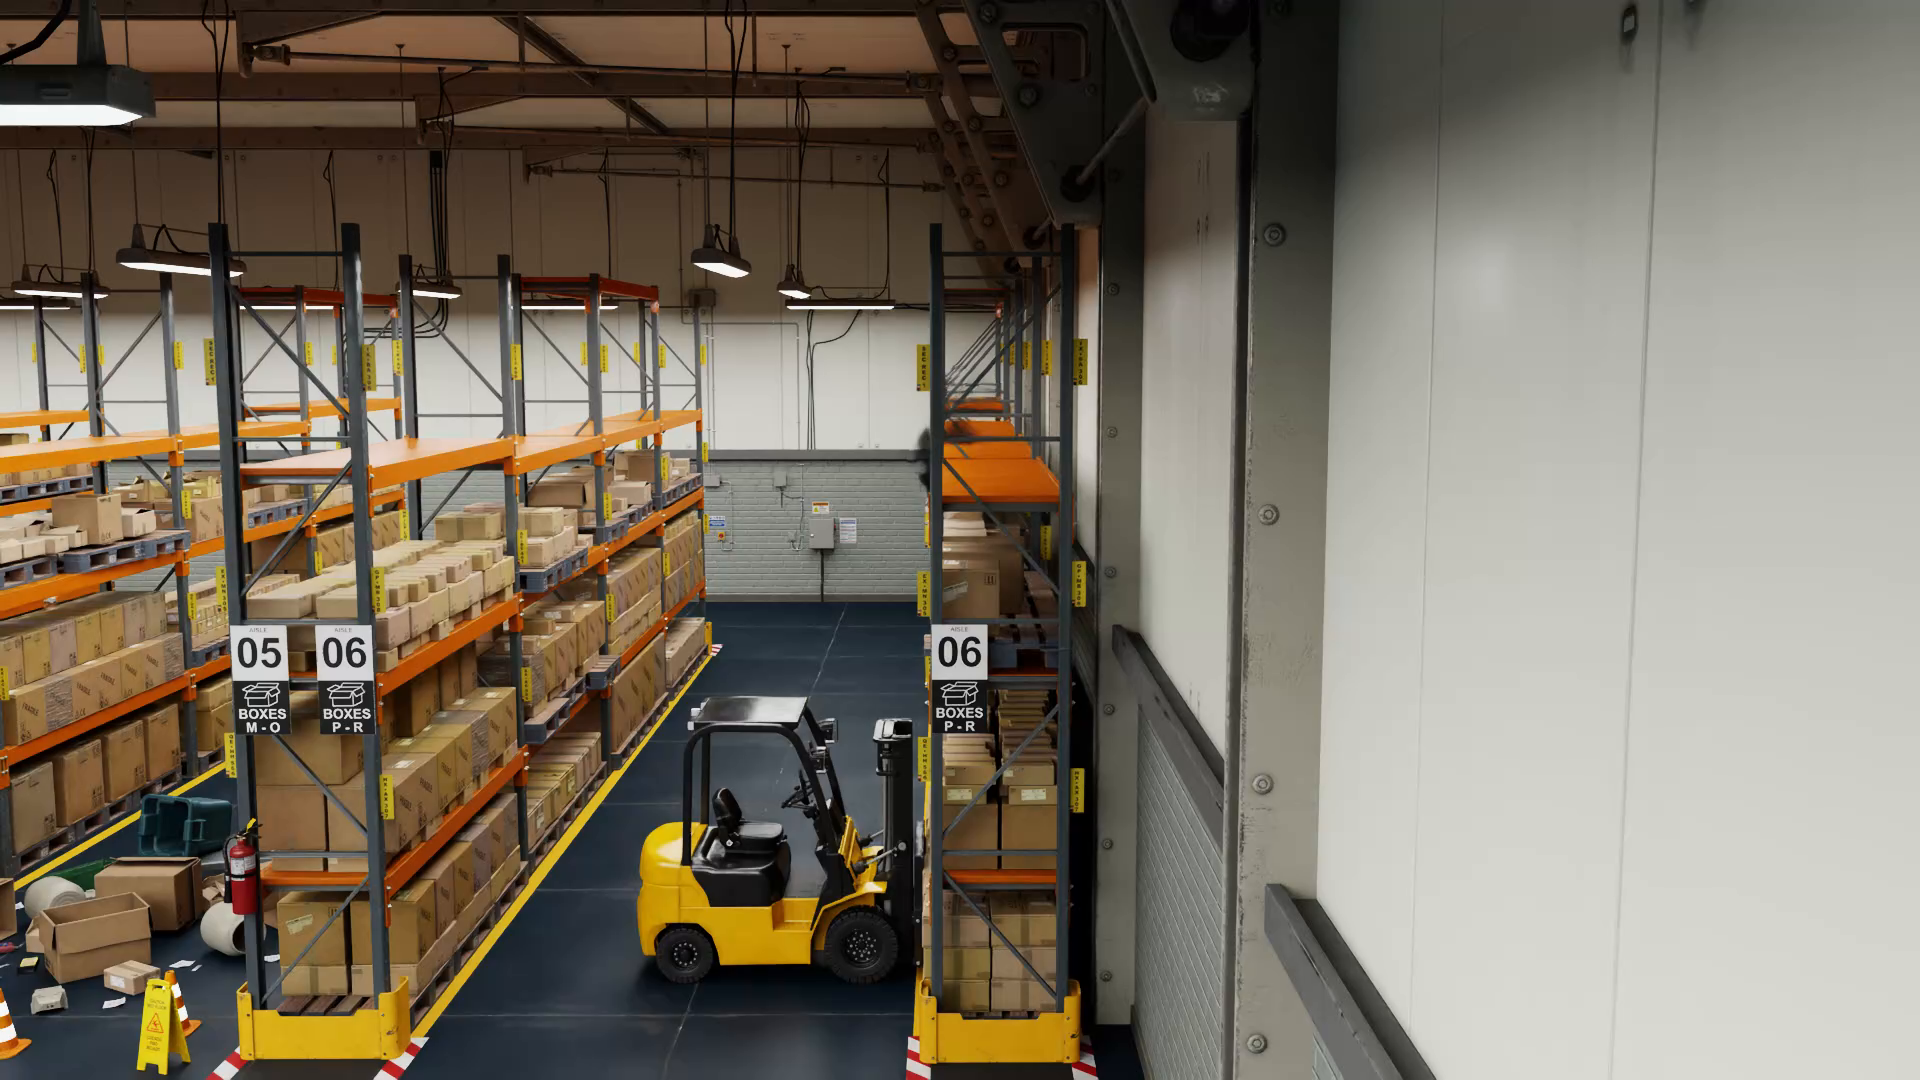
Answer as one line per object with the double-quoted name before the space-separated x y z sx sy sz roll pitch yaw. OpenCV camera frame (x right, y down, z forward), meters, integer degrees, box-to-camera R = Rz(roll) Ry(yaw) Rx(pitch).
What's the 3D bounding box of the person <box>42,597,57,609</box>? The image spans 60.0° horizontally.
"person" -12.967 1.597 23.670 0.619 1.636 0.604 -1 7 -5
